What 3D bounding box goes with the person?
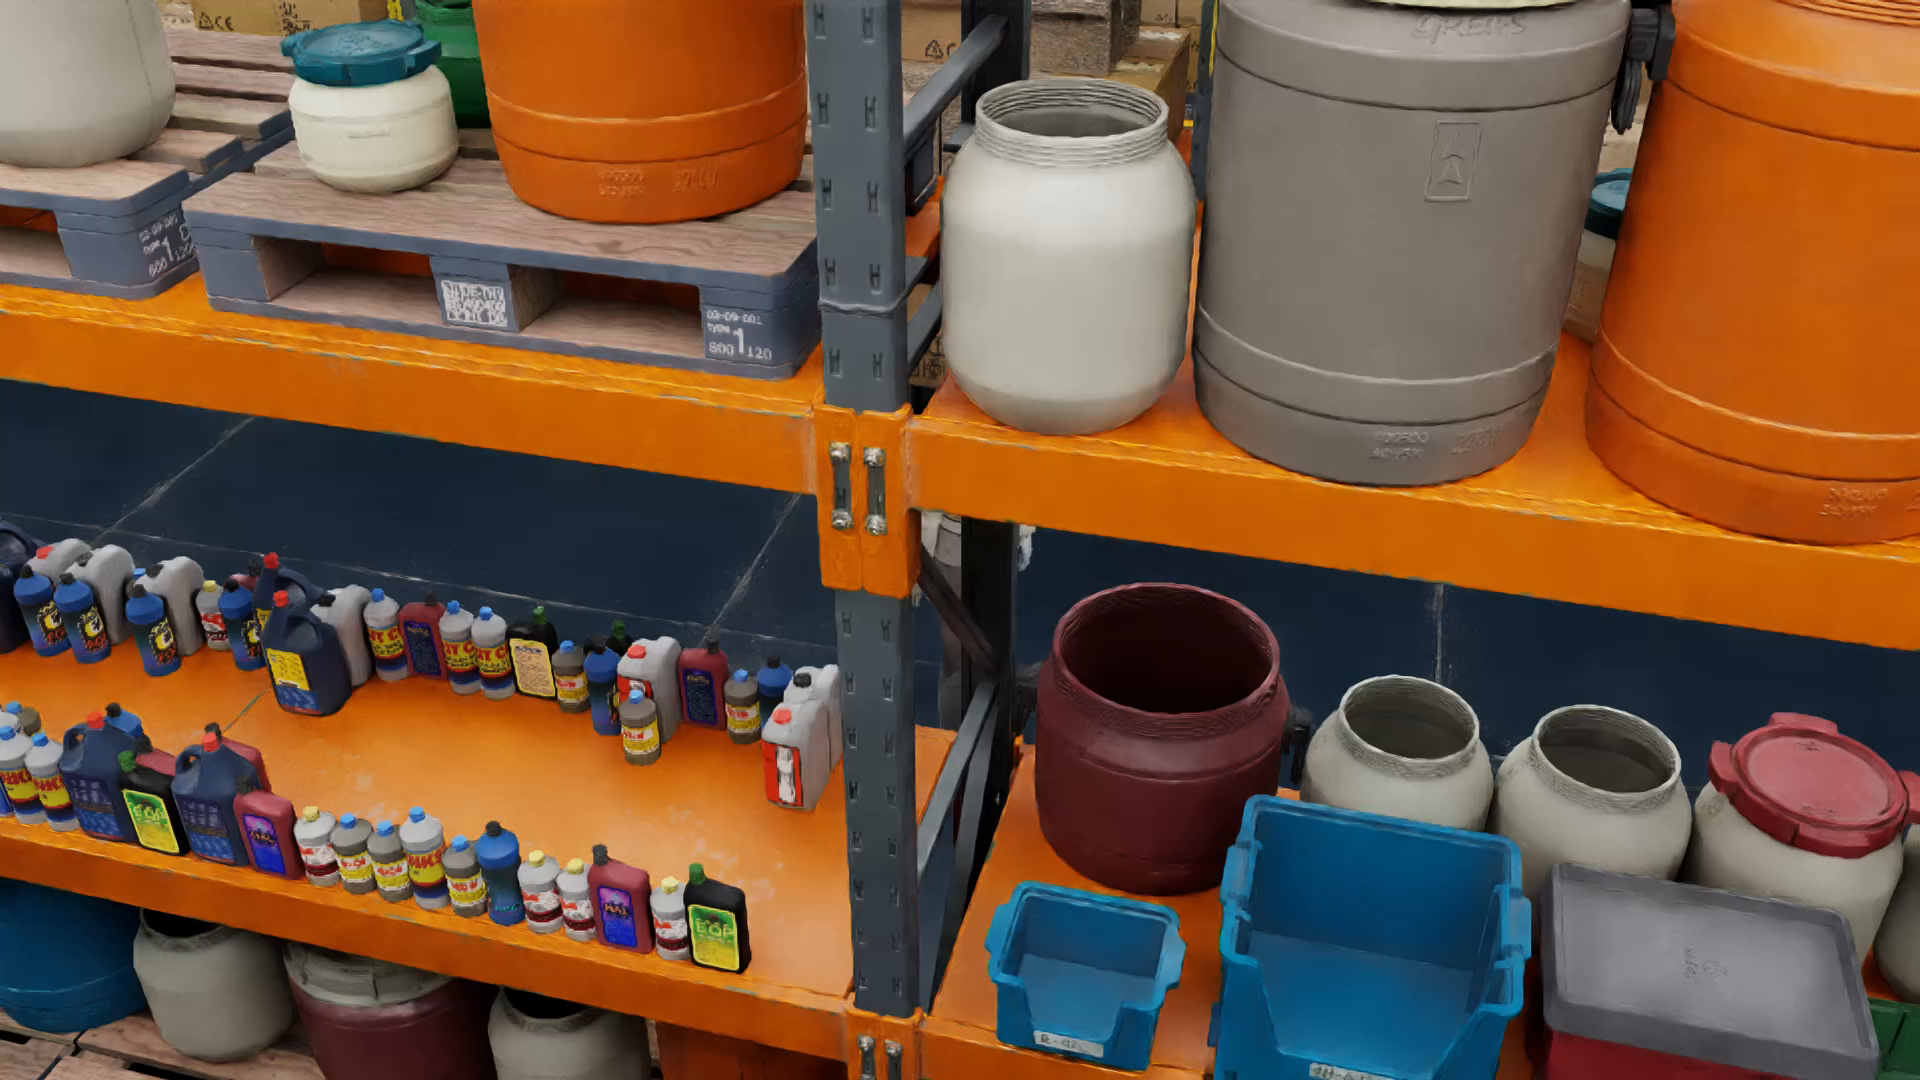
[{"bbox_3d":[0.066,0.082,5.993,0.622,1.639,0.649,24,40,32],"label":"person"}]
